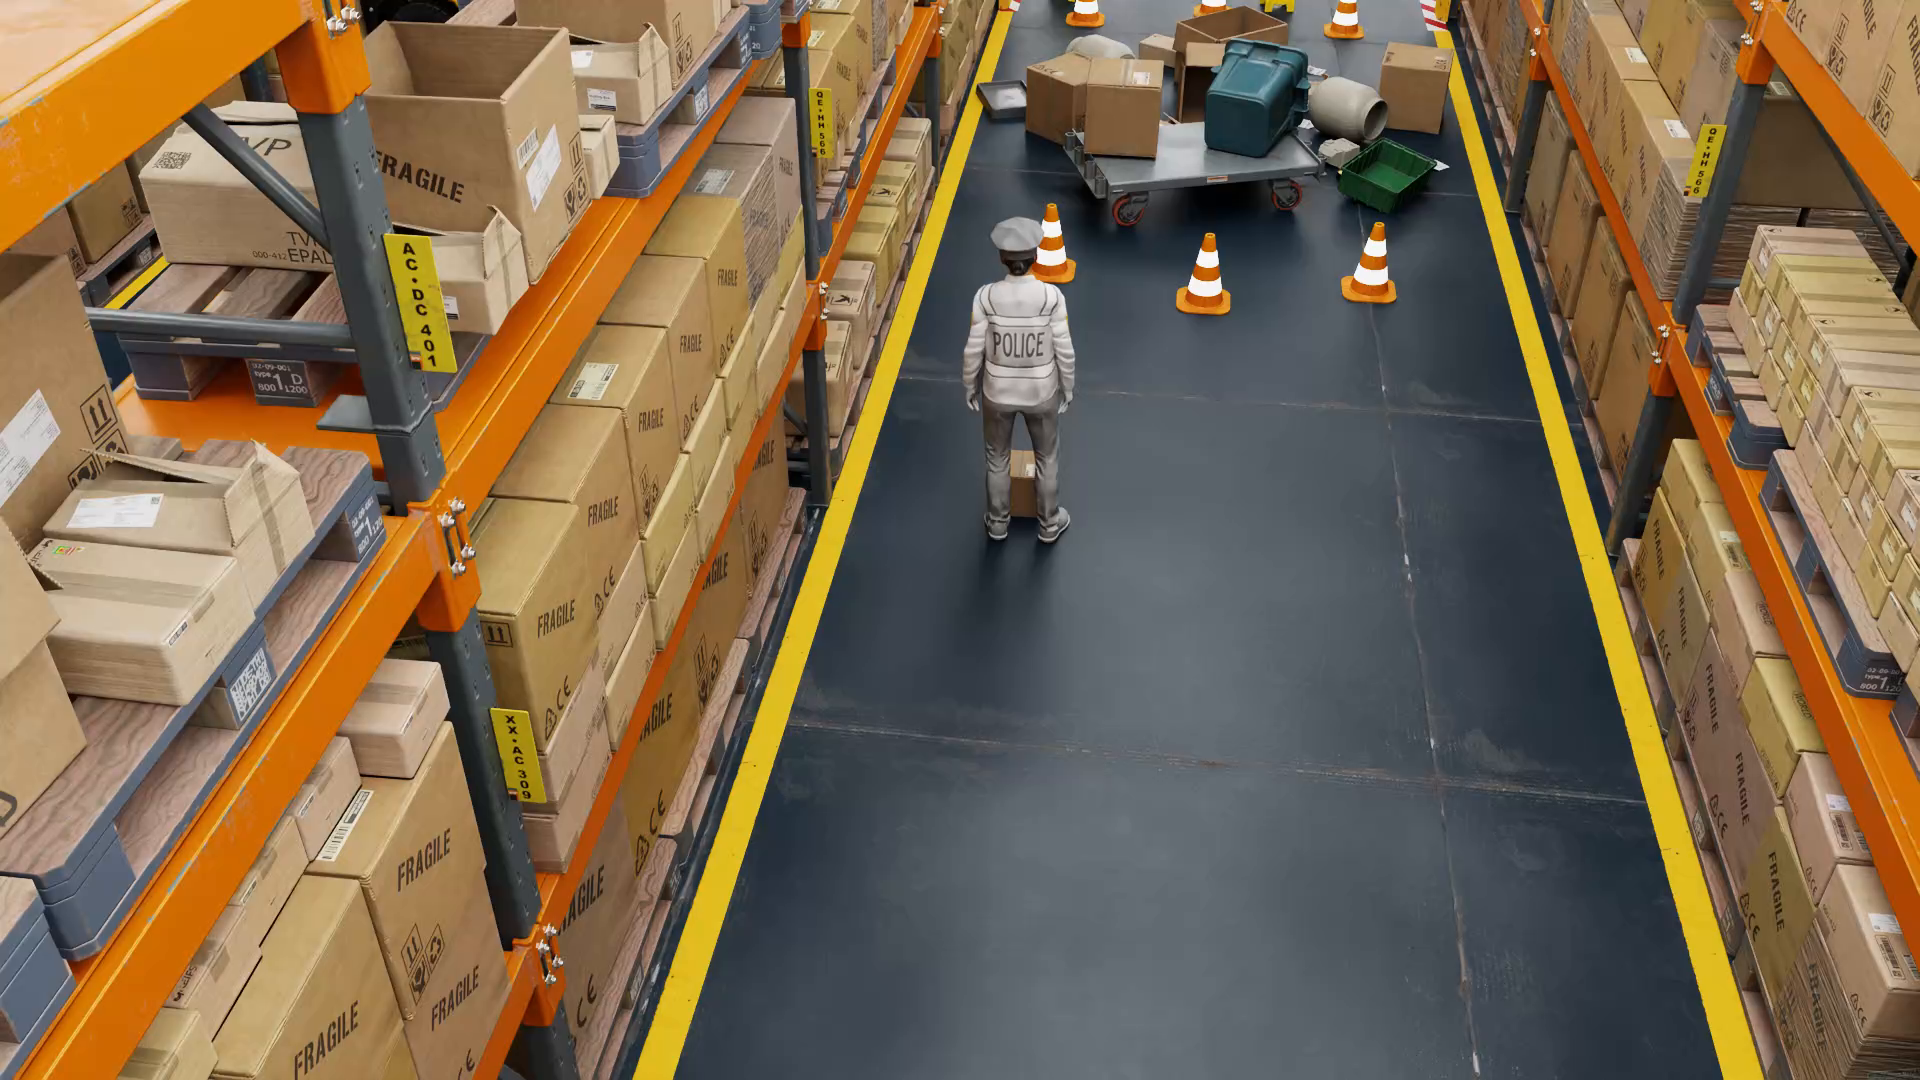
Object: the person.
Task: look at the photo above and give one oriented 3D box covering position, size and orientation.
[{"bbox_3d":[0.285,-0.721,8.013,0.547,1.667,0.369,3,36,4],"label":"person"}]
